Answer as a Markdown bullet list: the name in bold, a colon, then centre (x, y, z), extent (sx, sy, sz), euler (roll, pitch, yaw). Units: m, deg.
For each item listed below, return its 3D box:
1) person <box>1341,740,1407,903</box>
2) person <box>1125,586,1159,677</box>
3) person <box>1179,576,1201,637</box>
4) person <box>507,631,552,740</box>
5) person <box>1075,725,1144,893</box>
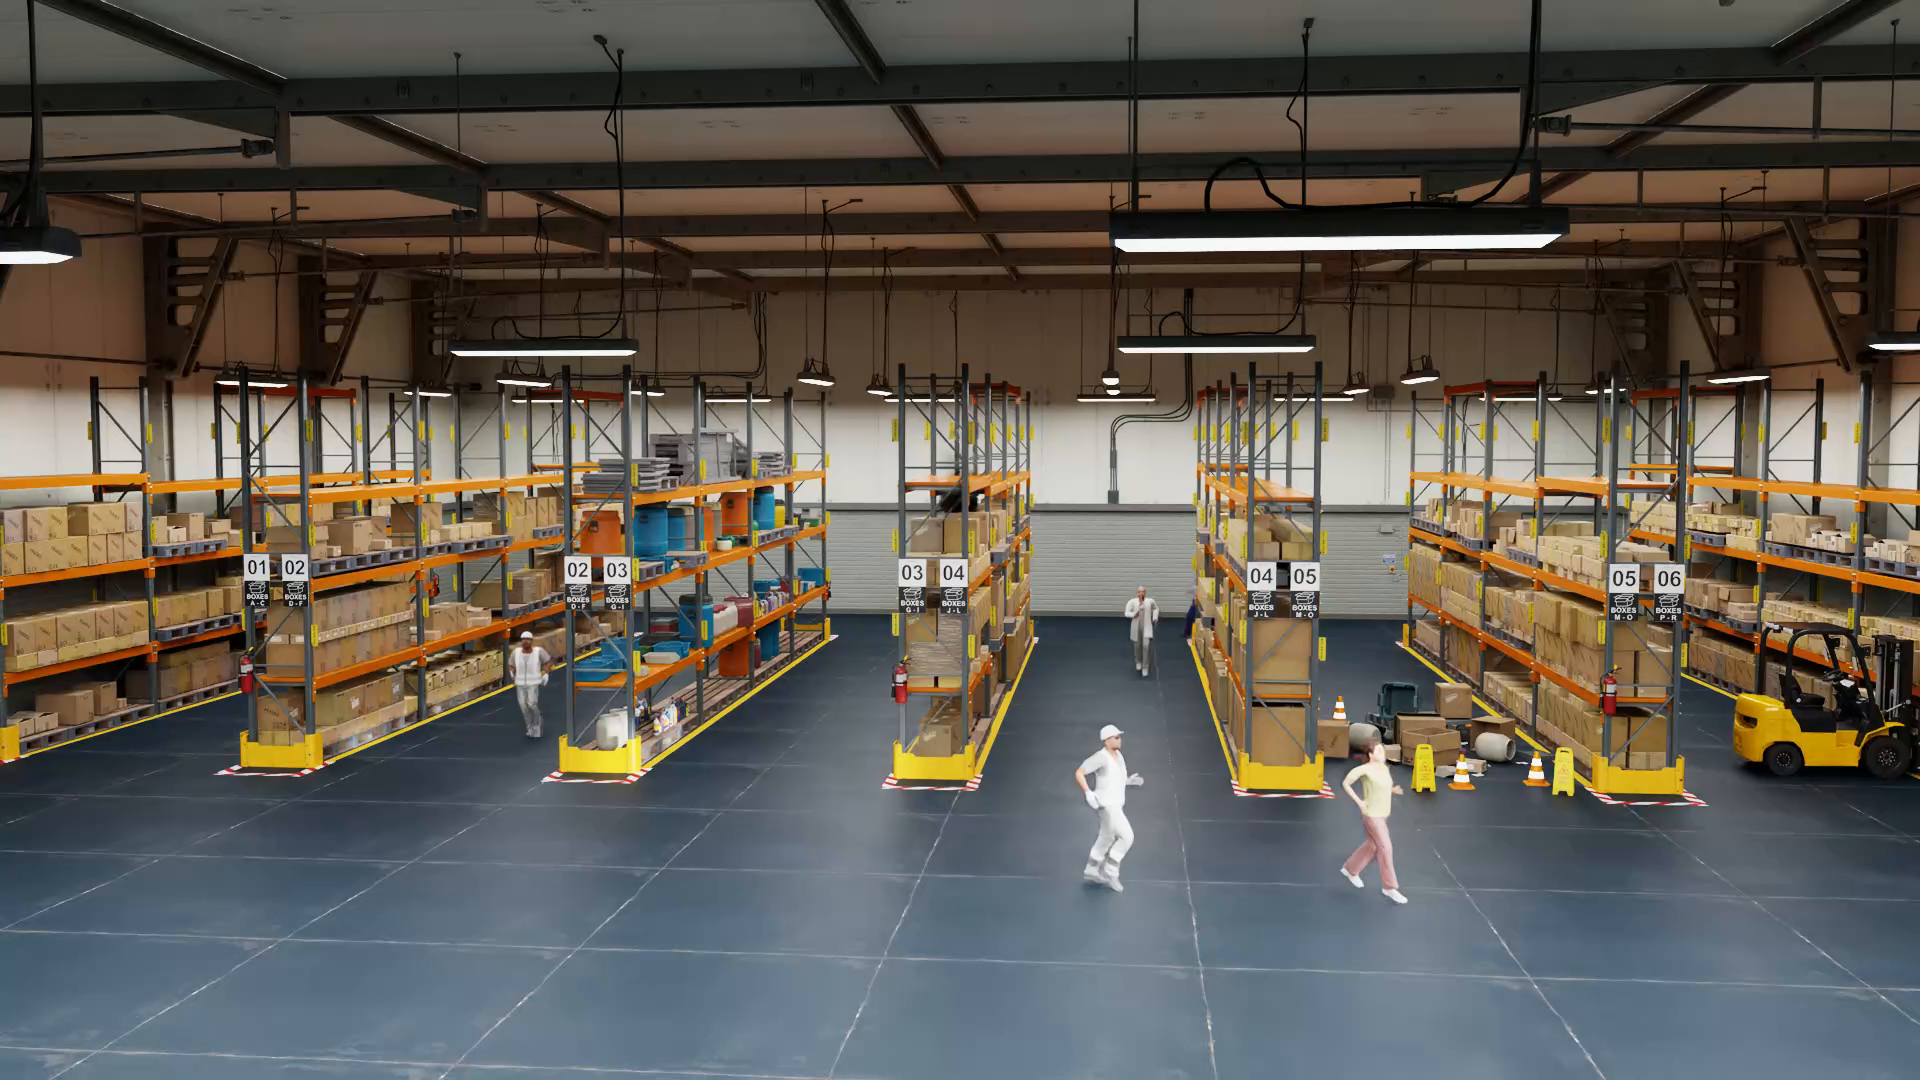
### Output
- **person**: centre (4.476, 2.989, 17.923), extent (0.573, 1.686, 0.870), euler (-4, 5, -45)
- **person**: centre (3.780, 1.877, 34.621), extent (0.678, 1.829, 0.924), euler (1, 4, 10)
- **person**: centre (5.771, 1.585, 40.718), extent (0.839, 1.647, 0.643), euler (1, 4, 14)
- **person**: centre (-7.065, 2.379, 27.156), extent (0.671, 1.777, 0.675), euler (0, 4, 3)
- **person**: centre (1.674, 2.937, 18.246), extent (0.688, 1.809, 0.650), euler (2, 4, 26)
